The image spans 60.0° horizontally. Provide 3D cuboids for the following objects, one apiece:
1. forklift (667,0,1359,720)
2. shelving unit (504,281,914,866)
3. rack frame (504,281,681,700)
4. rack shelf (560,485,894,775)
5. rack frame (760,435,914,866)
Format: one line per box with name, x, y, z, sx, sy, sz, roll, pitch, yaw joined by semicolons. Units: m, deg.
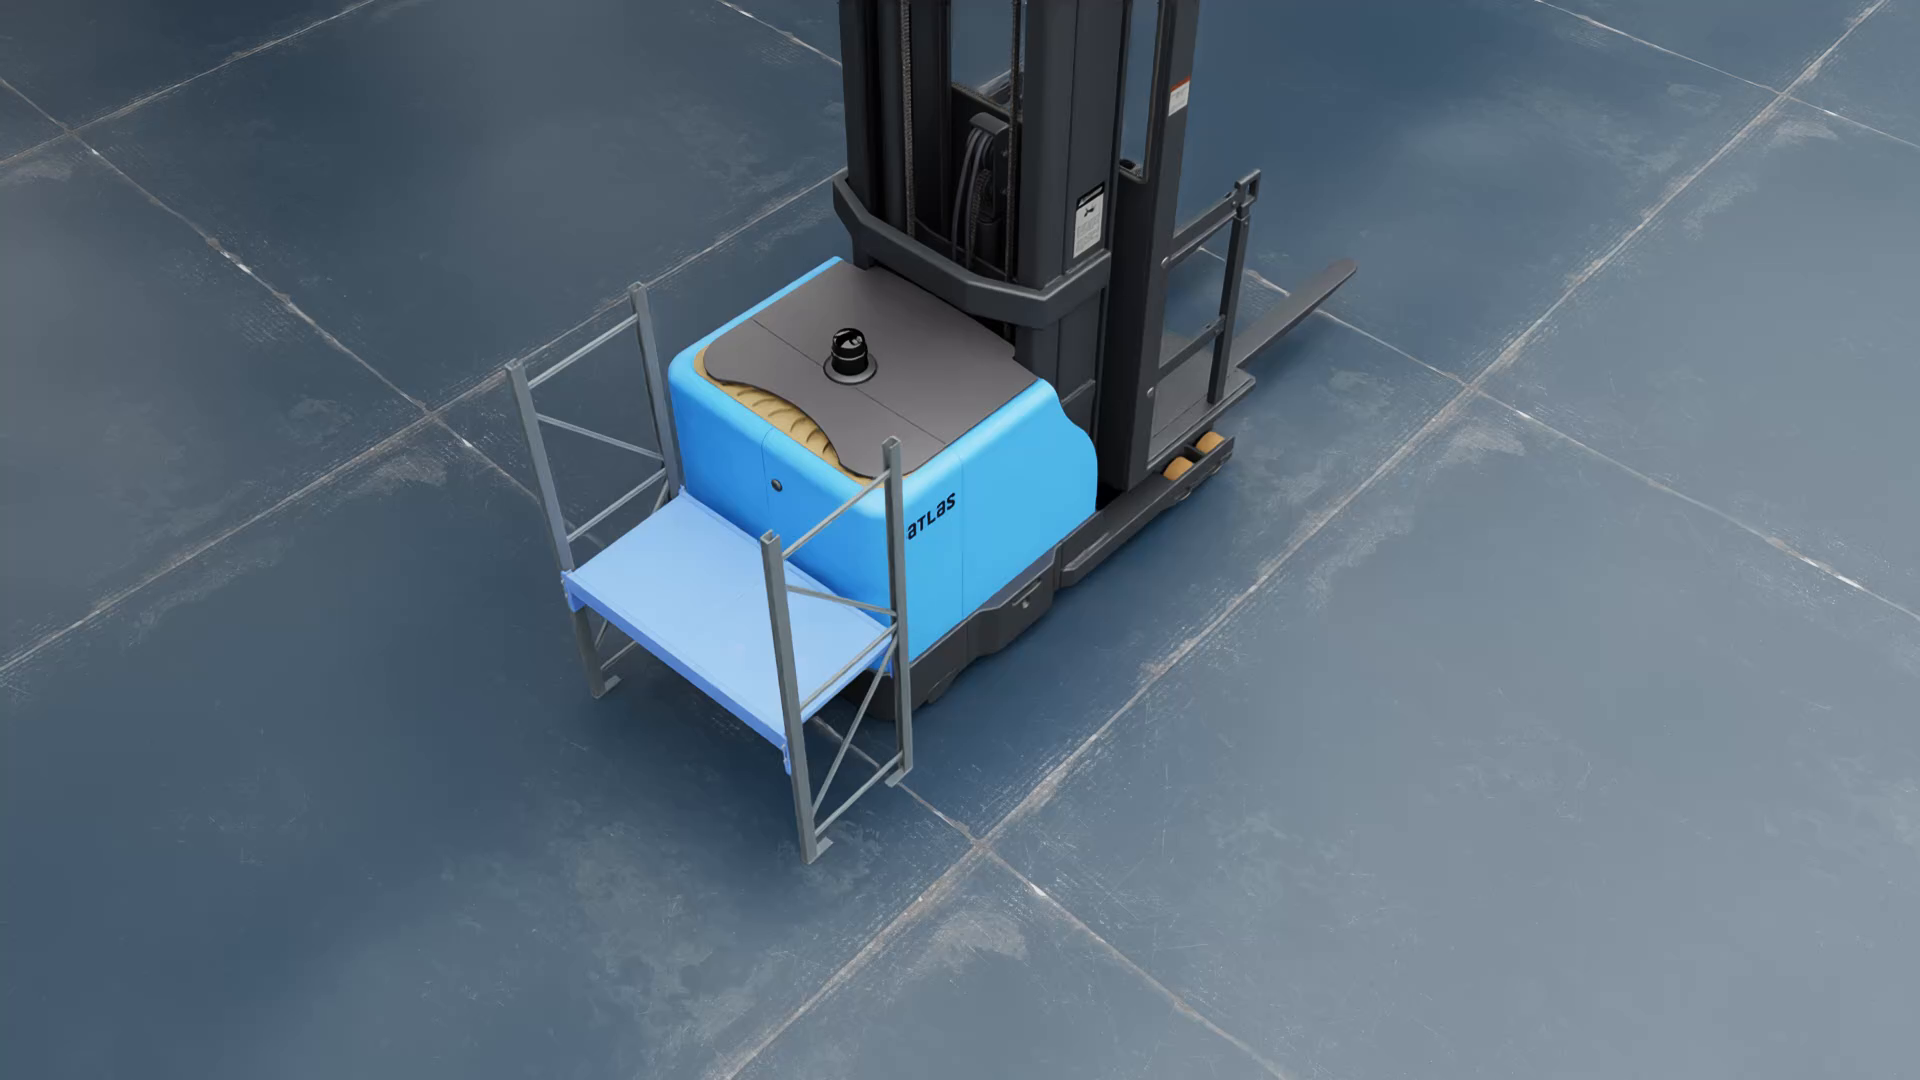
forklift;0.416;-1.386;5.541;1.130;2.935;3.031;34;56;28
shelving unit;-0.716;0.135;5.094;1.048;1.500;0.538;32;55;27
rack frame;-1.101;-0.107;5.321;0.032;1.500;0.500;32;55;27
rack shelf;-0.715;0.258;5.225;1.000;0.185;0.538;32;55;27
rack frame;-0.331;0.377;4.867;0.032;1.500;0.500;32;55;27
